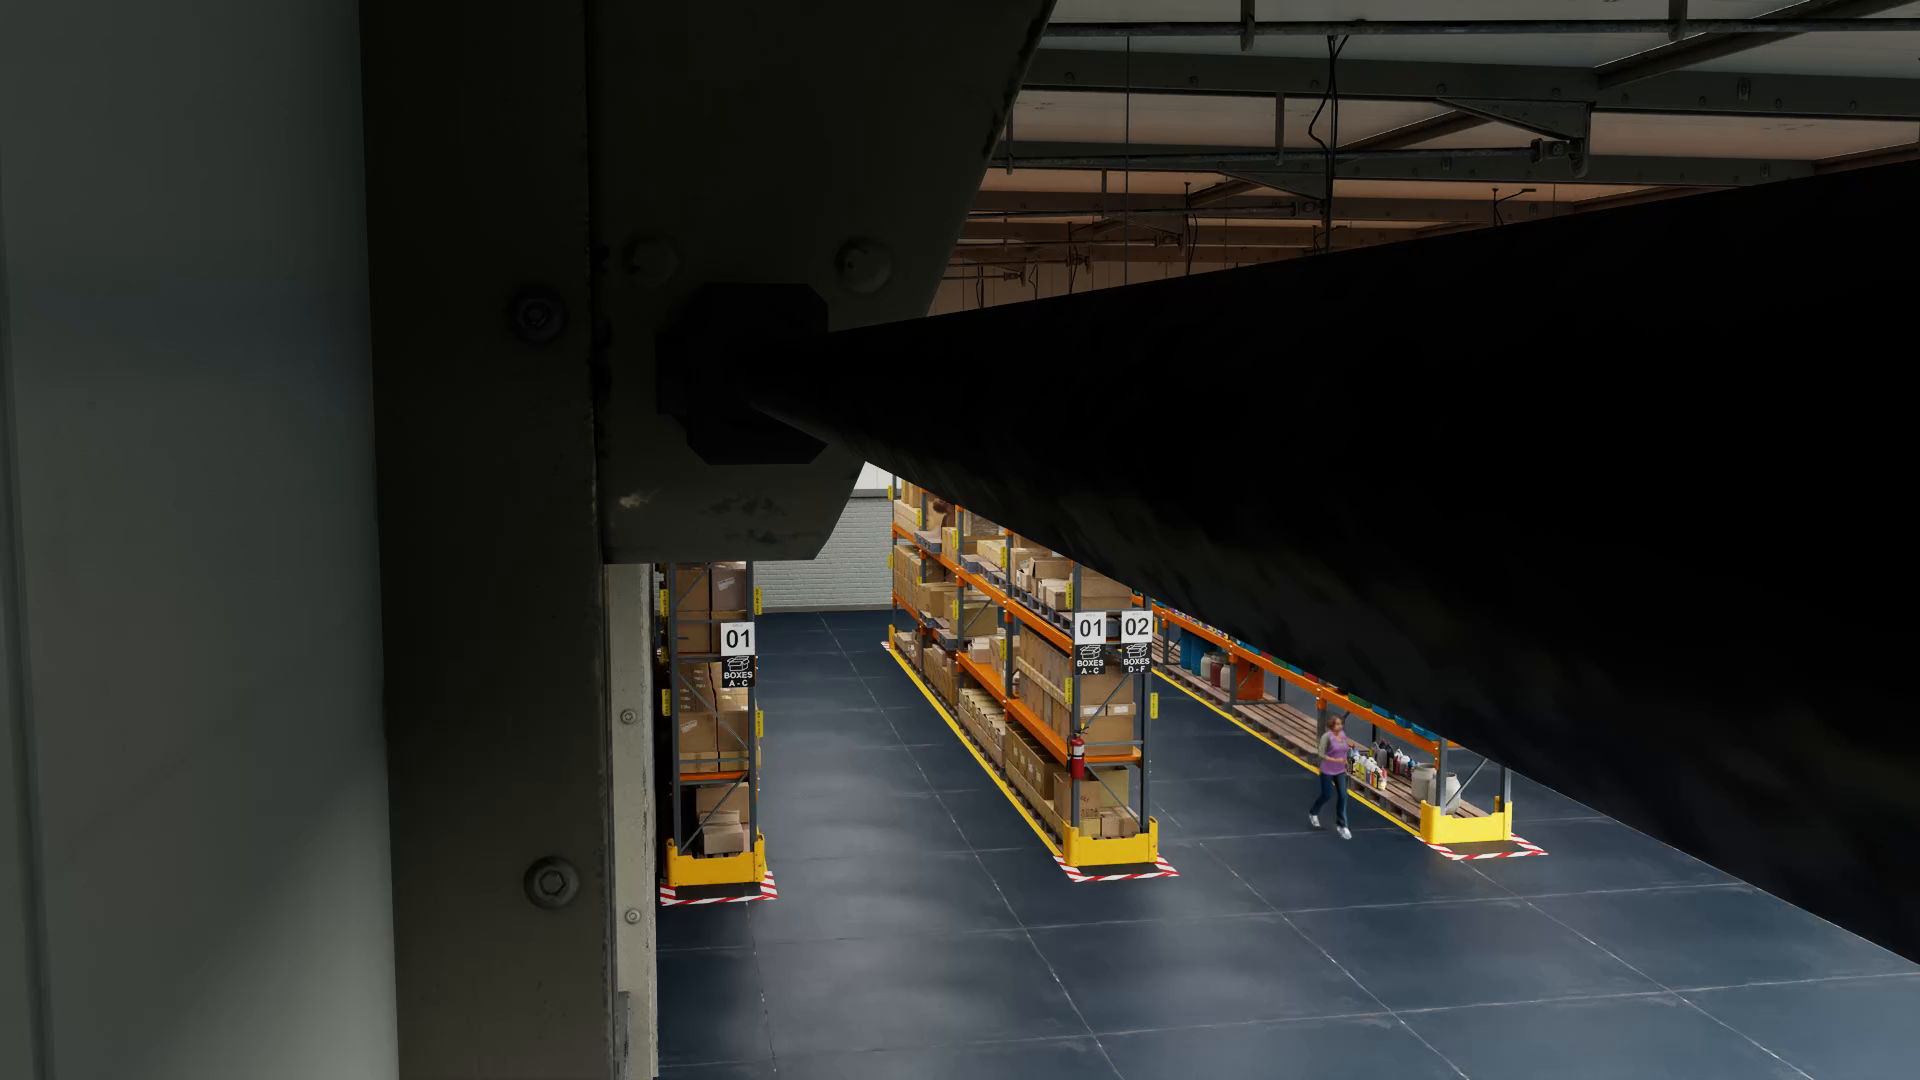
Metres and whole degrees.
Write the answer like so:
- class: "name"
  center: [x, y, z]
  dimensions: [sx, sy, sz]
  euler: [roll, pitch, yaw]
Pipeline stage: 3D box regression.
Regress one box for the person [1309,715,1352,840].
- class: "person"
  center: [4.980, 3.133, 22.253]
  dimensions: [0.557, 1.631, 0.744]
  euler: [-3, 7, -25]
